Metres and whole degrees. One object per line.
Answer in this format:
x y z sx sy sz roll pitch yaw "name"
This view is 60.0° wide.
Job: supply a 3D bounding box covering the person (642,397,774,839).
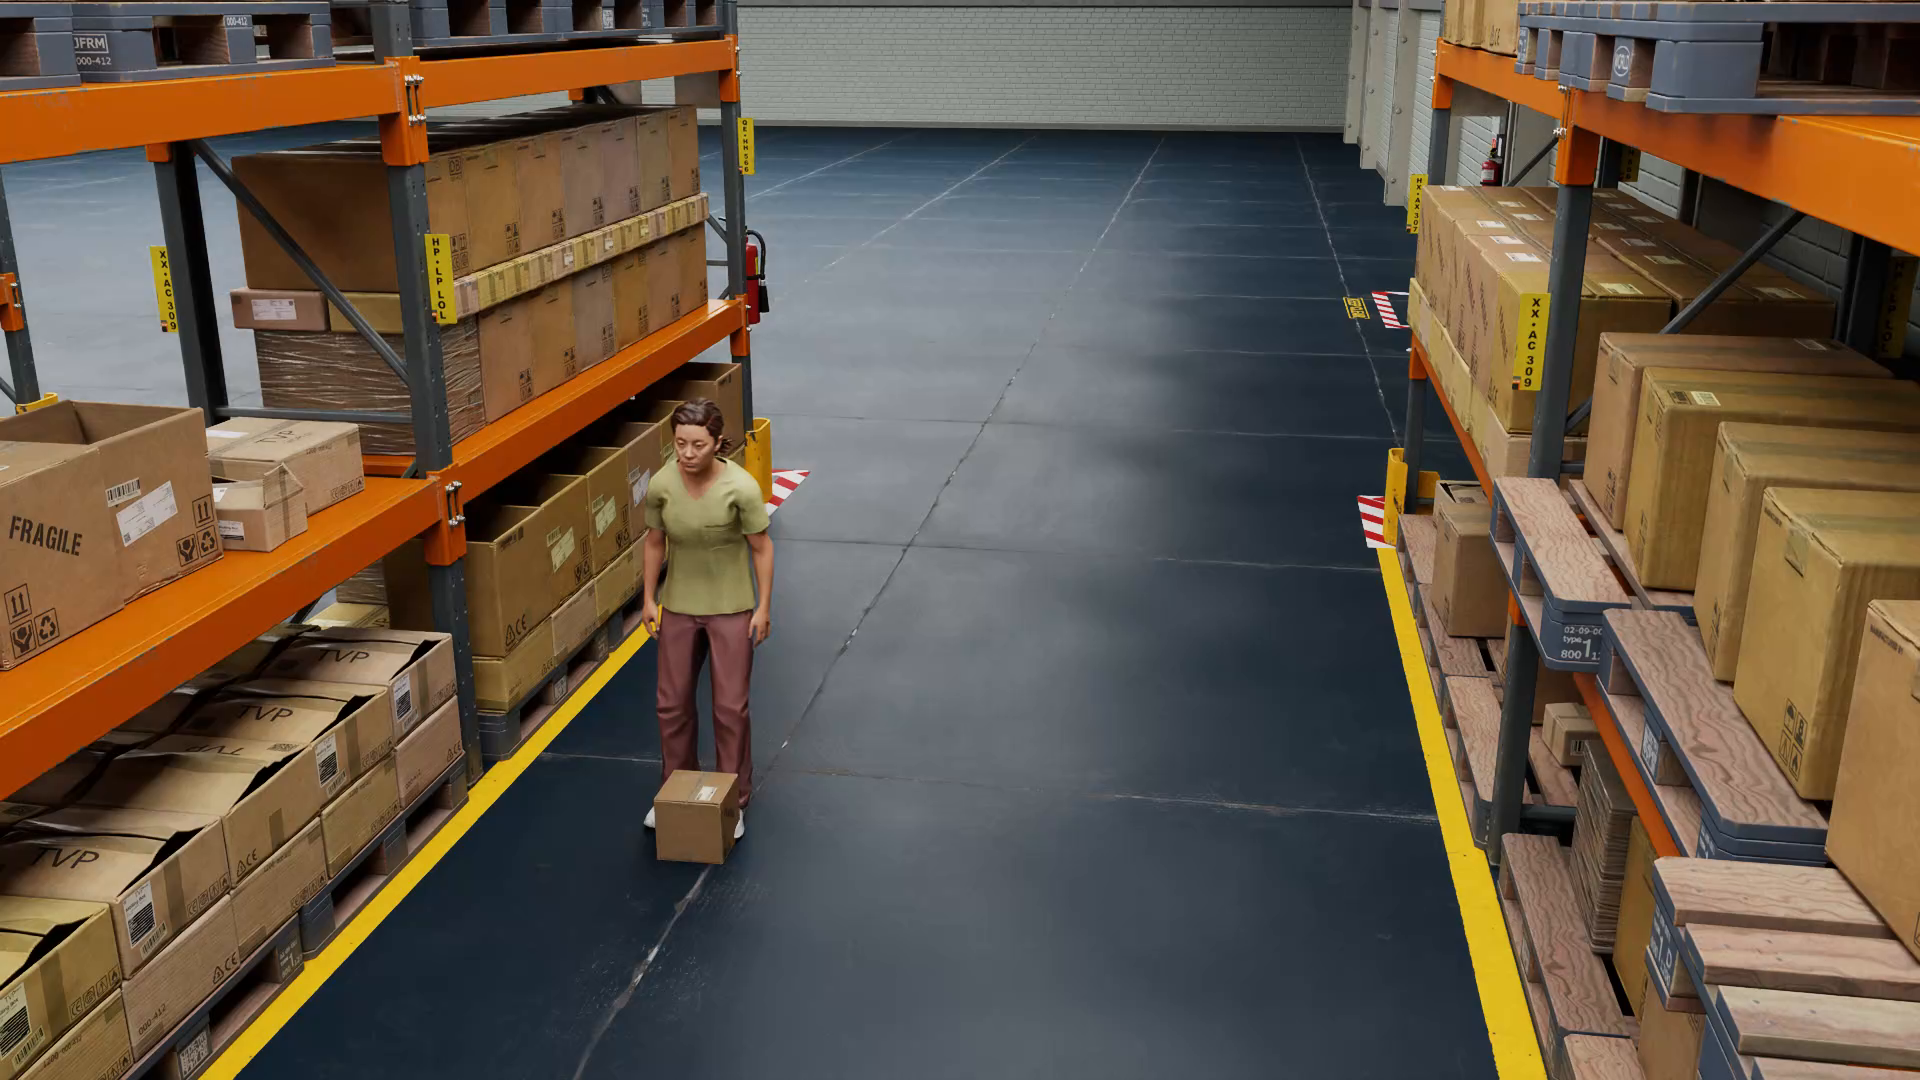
-0.948 0.285 6.178 0.500 1.673 0.404 3 18 8 "person"
